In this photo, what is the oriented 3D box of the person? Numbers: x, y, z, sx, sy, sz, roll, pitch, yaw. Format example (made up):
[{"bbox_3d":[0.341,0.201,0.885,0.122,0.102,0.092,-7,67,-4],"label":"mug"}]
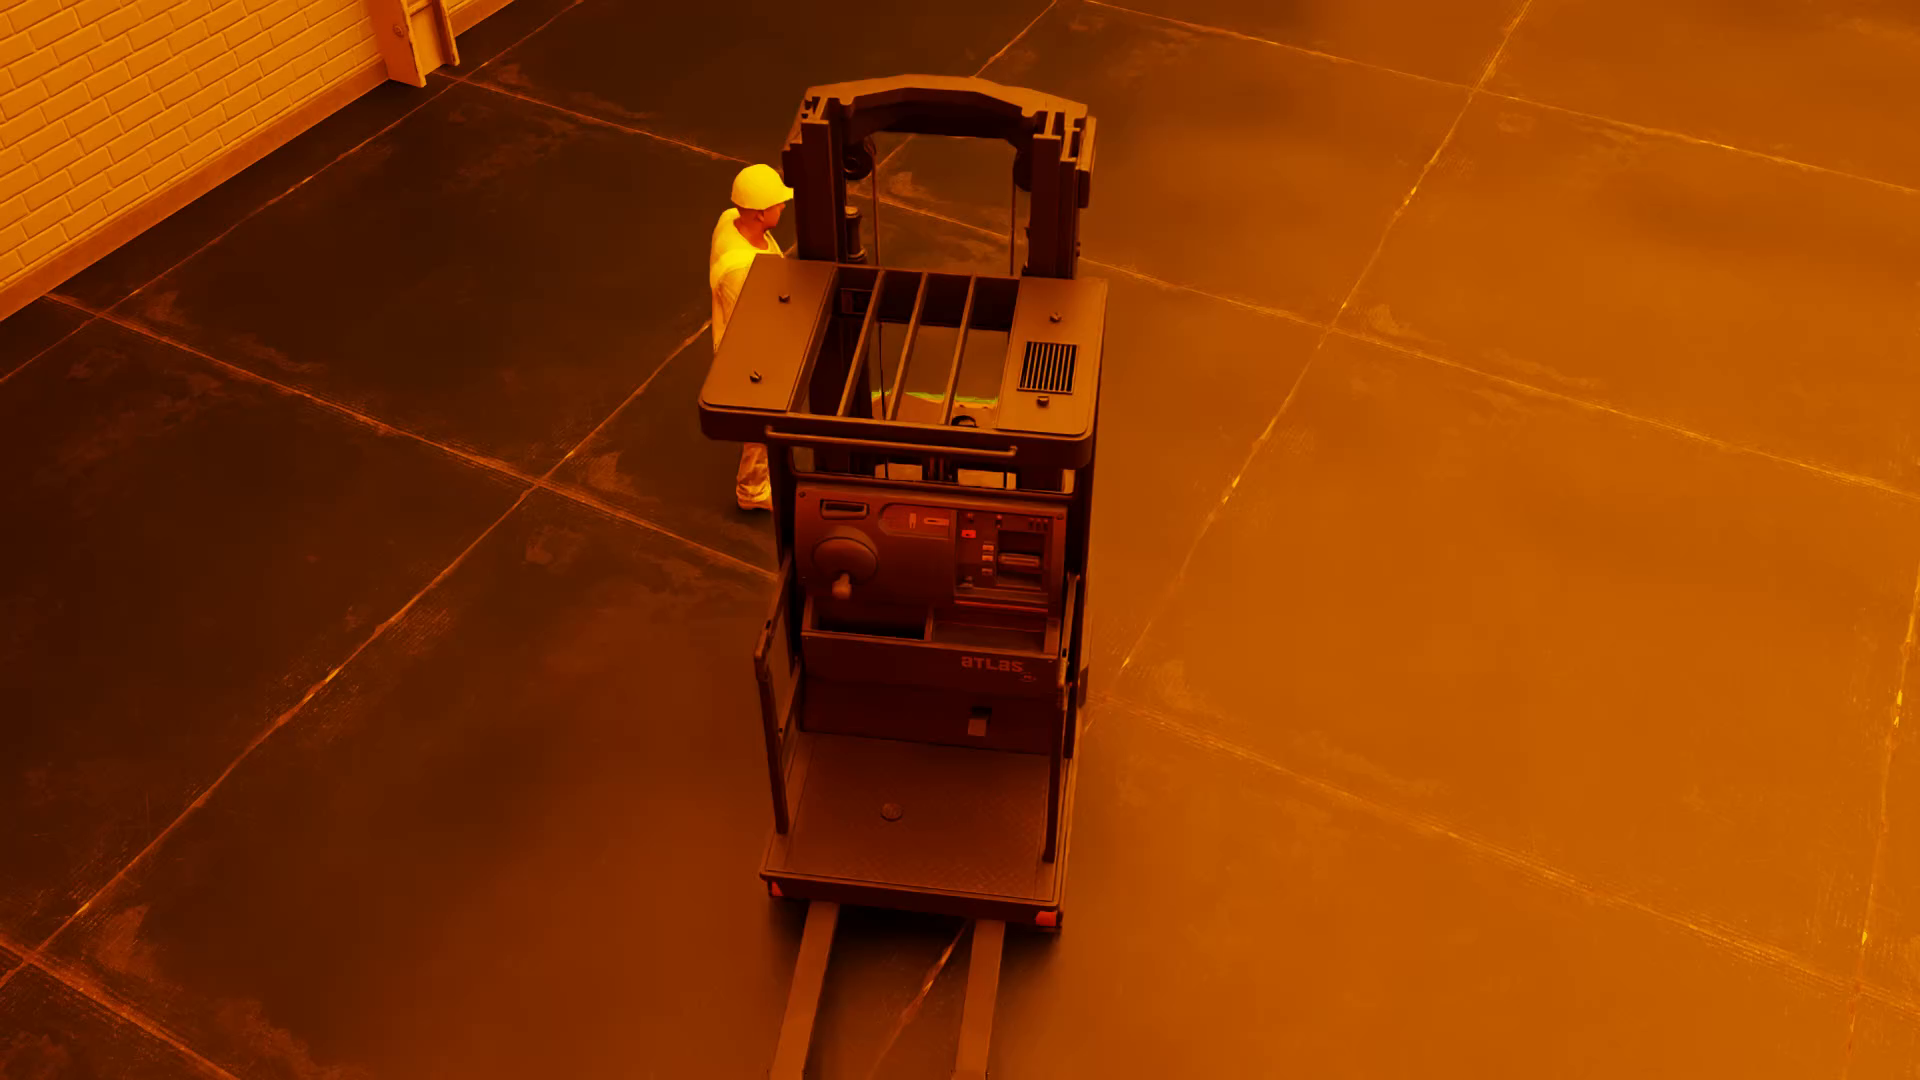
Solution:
[{"bbox_3d":[-0.898,-0.897,7.466,0.422,1.752,0.828,-6,44,-6],"label":"person"}]

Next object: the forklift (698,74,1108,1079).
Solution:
[{"bbox_3d":[-0.129,0.122,5.525,1.130,2.935,3.031,5,44,5],"label":"forklift"}]
